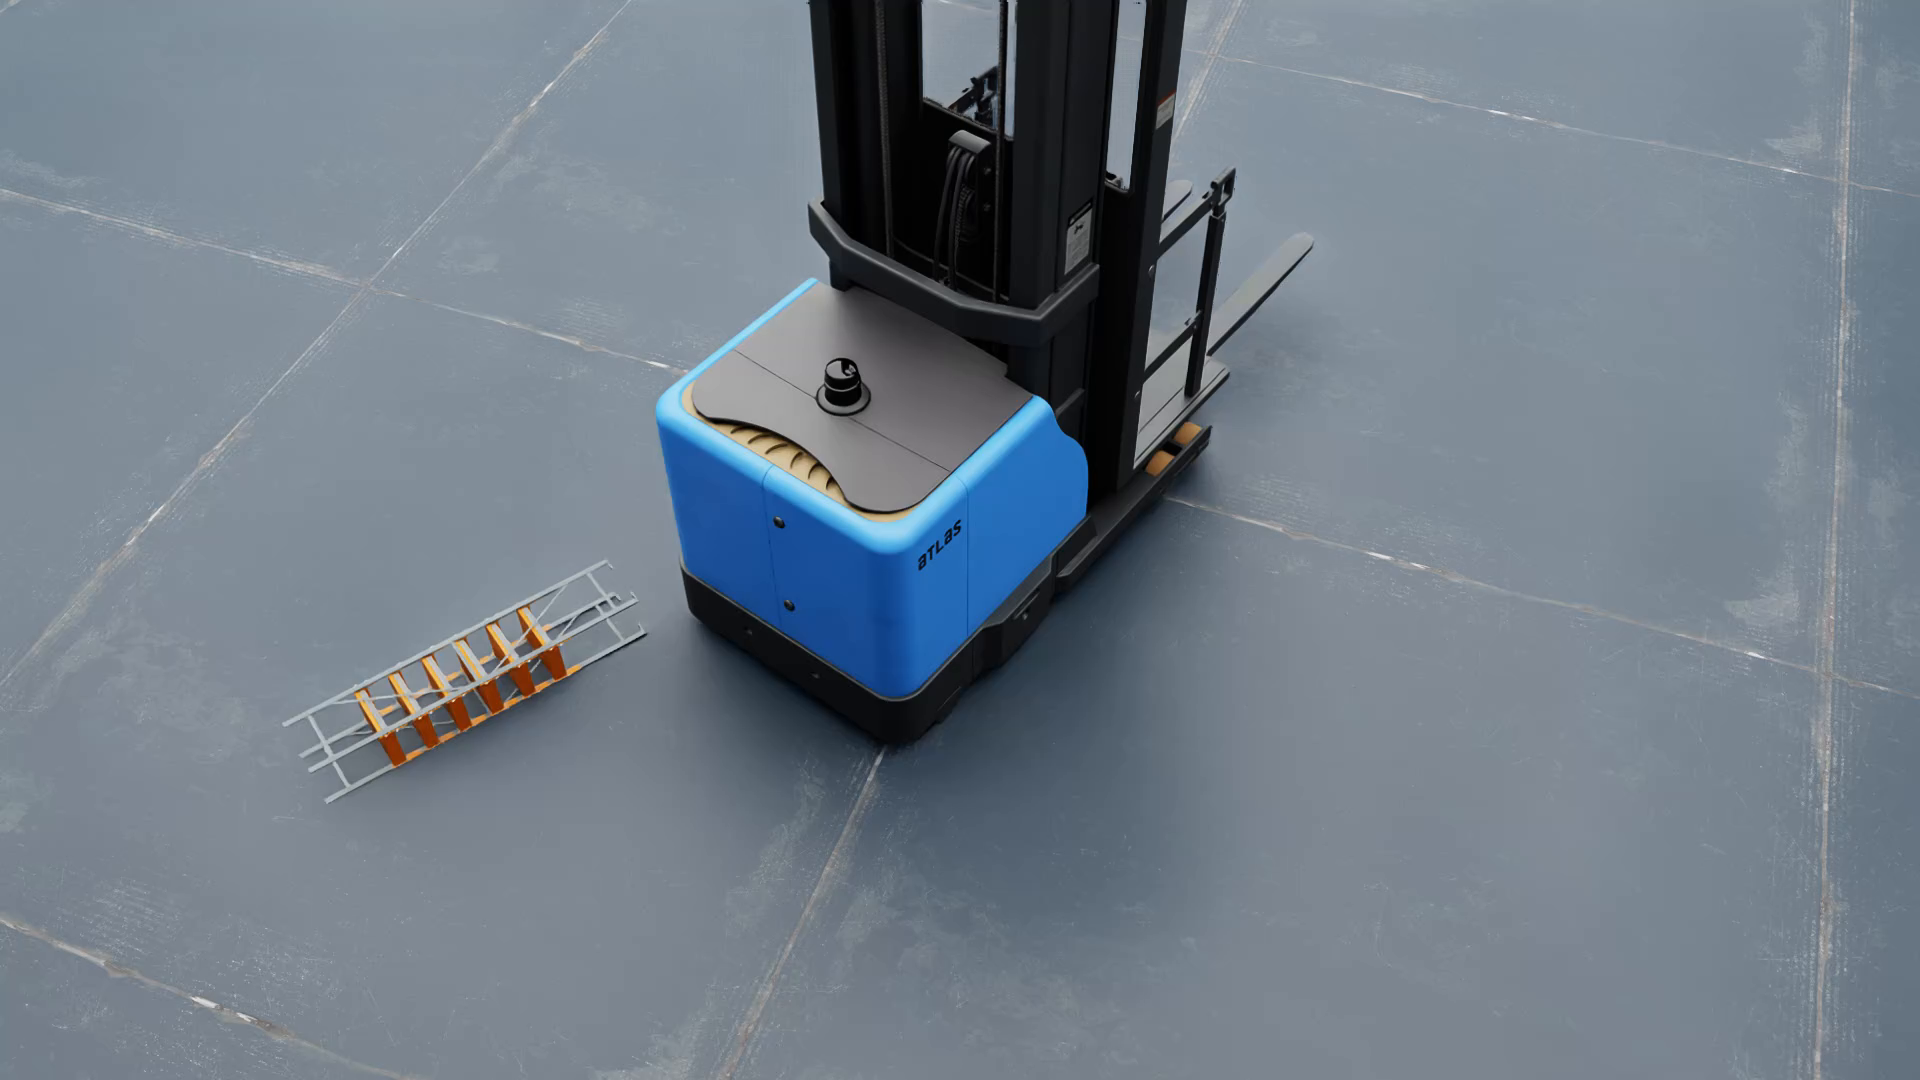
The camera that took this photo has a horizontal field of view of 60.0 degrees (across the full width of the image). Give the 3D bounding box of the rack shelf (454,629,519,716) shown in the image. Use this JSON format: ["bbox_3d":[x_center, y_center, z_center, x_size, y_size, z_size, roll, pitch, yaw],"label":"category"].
[{"bbox_3d":[-1.641,0.450,5.732,0.103,0.180,0.258,-29,55,-23],"label":"rack shelf"}]

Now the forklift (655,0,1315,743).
[{"bbox_3d":[0.320,-1.348,5.479,1.130,2.935,3.031,30,56,24],"label":"forklift"}]

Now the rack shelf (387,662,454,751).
[{"bbox_3d":[-1.835,0.557,5.639,0.103,0.180,0.258,-29,55,-23],"label":"rack shelf"}]

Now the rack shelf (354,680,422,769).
[{"bbox_3d":[-1.931,0.611,5.592,0.103,0.180,0.258,-29,55,-23],"label":"rack shelf"}]

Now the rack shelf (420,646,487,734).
[{"bbox_3d":[-1.738,0.504,5.685,0.103,0.180,0.258,-29,55,-23],"label":"rack shelf"}]

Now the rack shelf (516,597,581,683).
[{"bbox_3d":[-1.448,0.343,5.825,0.103,0.180,0.258,-29,55,-23],"label":"rack shelf"}]

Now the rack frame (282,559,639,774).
[{"bbox_3d":[-1.677,0.410,5.645,1.200,0.006,0.240,-29,55,-23],"label":"rack frame"}]

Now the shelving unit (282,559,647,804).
[{"bbox_3d":[-1.677,0.470,5.715,1.200,0.189,0.258,-29,55,-23],"label":"shelving unit"}]

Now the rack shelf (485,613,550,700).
[{"bbox_3d":[-1.545,0.396,5.778,0.103,0.180,0.258,-29,55,-23],"label":"rack shelf"}]

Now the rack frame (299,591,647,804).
[{"bbox_3d":[-1.677,0.530,5.784,1.200,0.006,0.240,-29,55,-23],"label":"rack frame"}]
